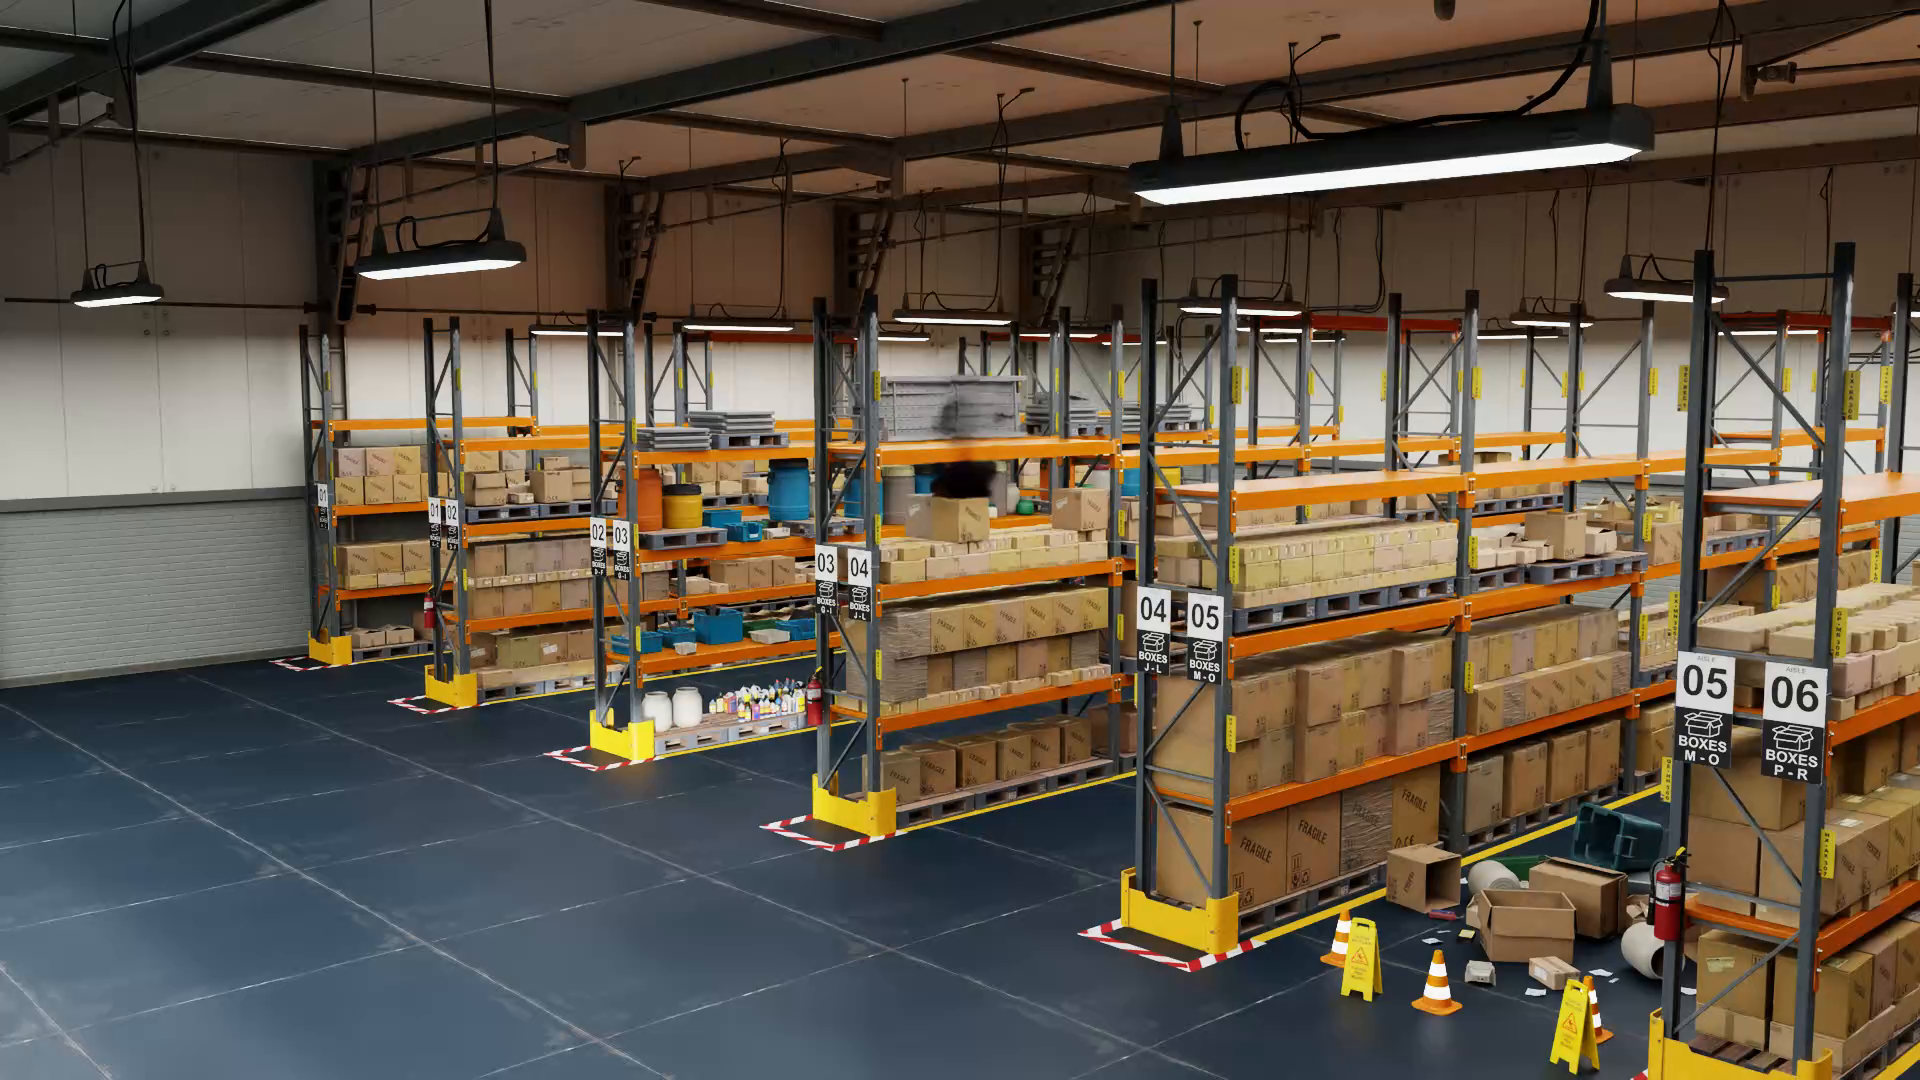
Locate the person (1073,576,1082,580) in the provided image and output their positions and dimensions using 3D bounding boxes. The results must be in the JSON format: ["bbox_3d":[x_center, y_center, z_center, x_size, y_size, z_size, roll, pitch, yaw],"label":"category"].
[{"bbox_3d":[2.425,1.071,32.949,0.542,1.564,0.488,4,7,35],"label":"person"}]
